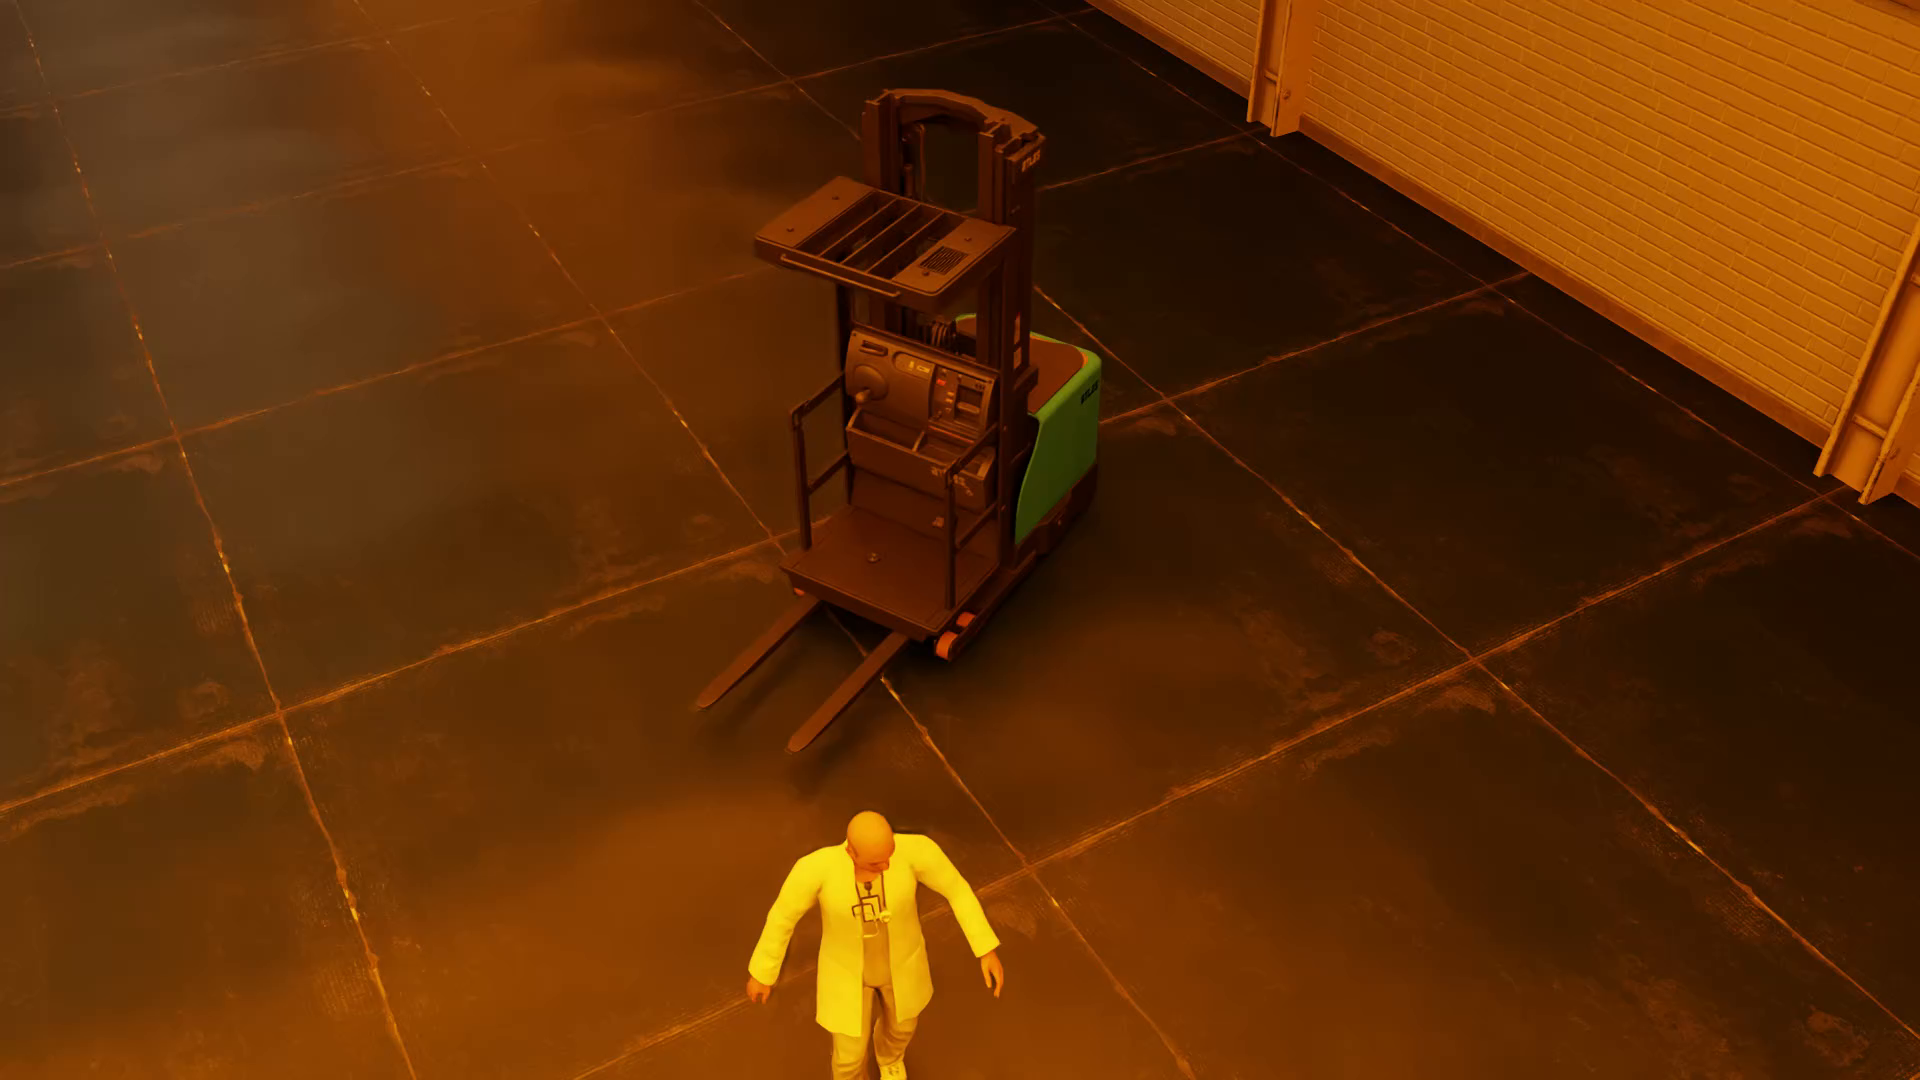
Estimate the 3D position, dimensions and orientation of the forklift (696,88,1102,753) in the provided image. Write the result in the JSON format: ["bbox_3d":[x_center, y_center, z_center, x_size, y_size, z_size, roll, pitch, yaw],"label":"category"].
[{"bbox_3d":[-0.336,-0.784,8.981,1.130,2.935,3.031,22,44,24],"label":"forklift"}]

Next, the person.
[{"bbox_3d":[-0.357,1.813,6.819,1.025,1.808,0.636,-7,40,-8],"label":"person"}]
